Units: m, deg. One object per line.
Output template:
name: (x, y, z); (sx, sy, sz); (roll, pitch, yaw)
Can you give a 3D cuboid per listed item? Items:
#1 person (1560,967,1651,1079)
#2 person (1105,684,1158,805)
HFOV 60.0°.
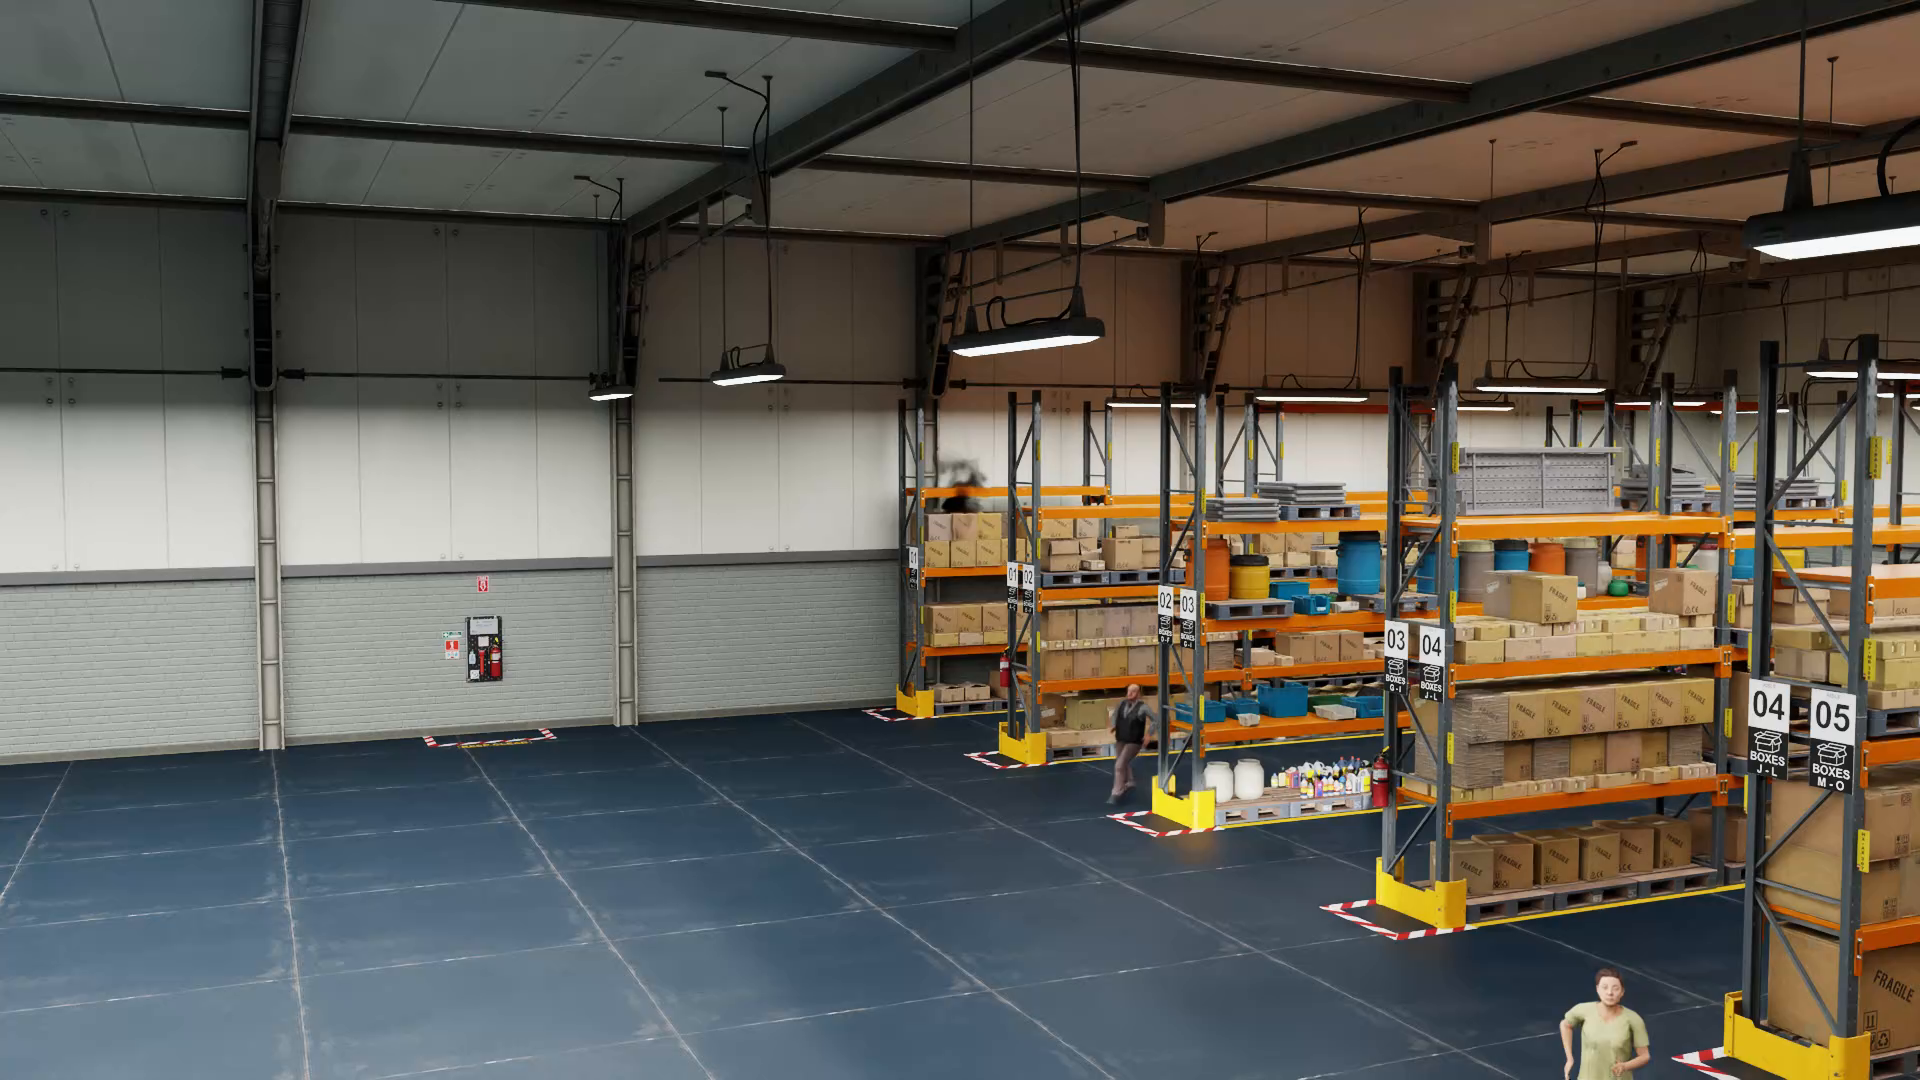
person: (4.301, 3.671, 11.087); (0.550, 1.640, 0.634); (1, 3, 17)
person: (2.433, 2.928, 23.840); (0.754, 1.748, 0.733); (-3, 5, -44)
